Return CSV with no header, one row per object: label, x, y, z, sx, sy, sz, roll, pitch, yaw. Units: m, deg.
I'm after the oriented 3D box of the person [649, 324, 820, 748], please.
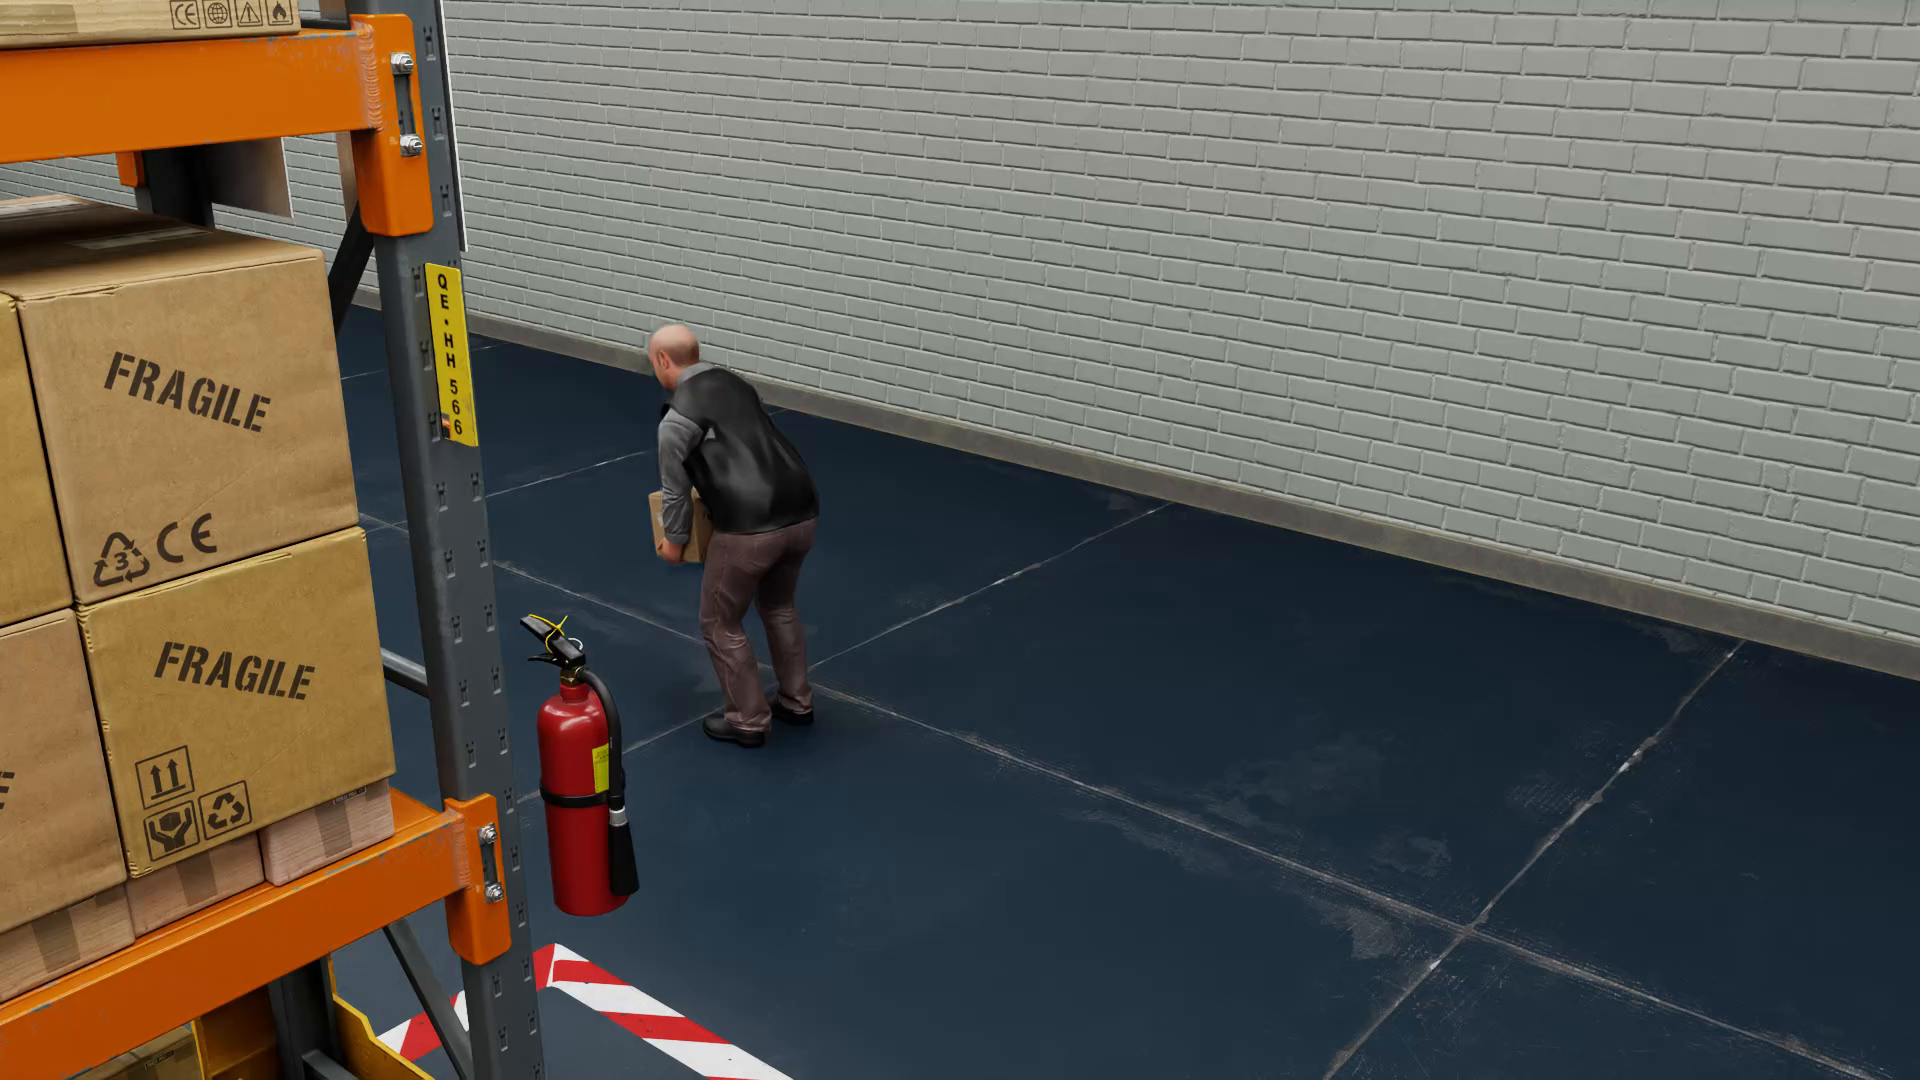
person,-0.884,-0.020,6.387,0.700,1.575,0.472,15,25,35
